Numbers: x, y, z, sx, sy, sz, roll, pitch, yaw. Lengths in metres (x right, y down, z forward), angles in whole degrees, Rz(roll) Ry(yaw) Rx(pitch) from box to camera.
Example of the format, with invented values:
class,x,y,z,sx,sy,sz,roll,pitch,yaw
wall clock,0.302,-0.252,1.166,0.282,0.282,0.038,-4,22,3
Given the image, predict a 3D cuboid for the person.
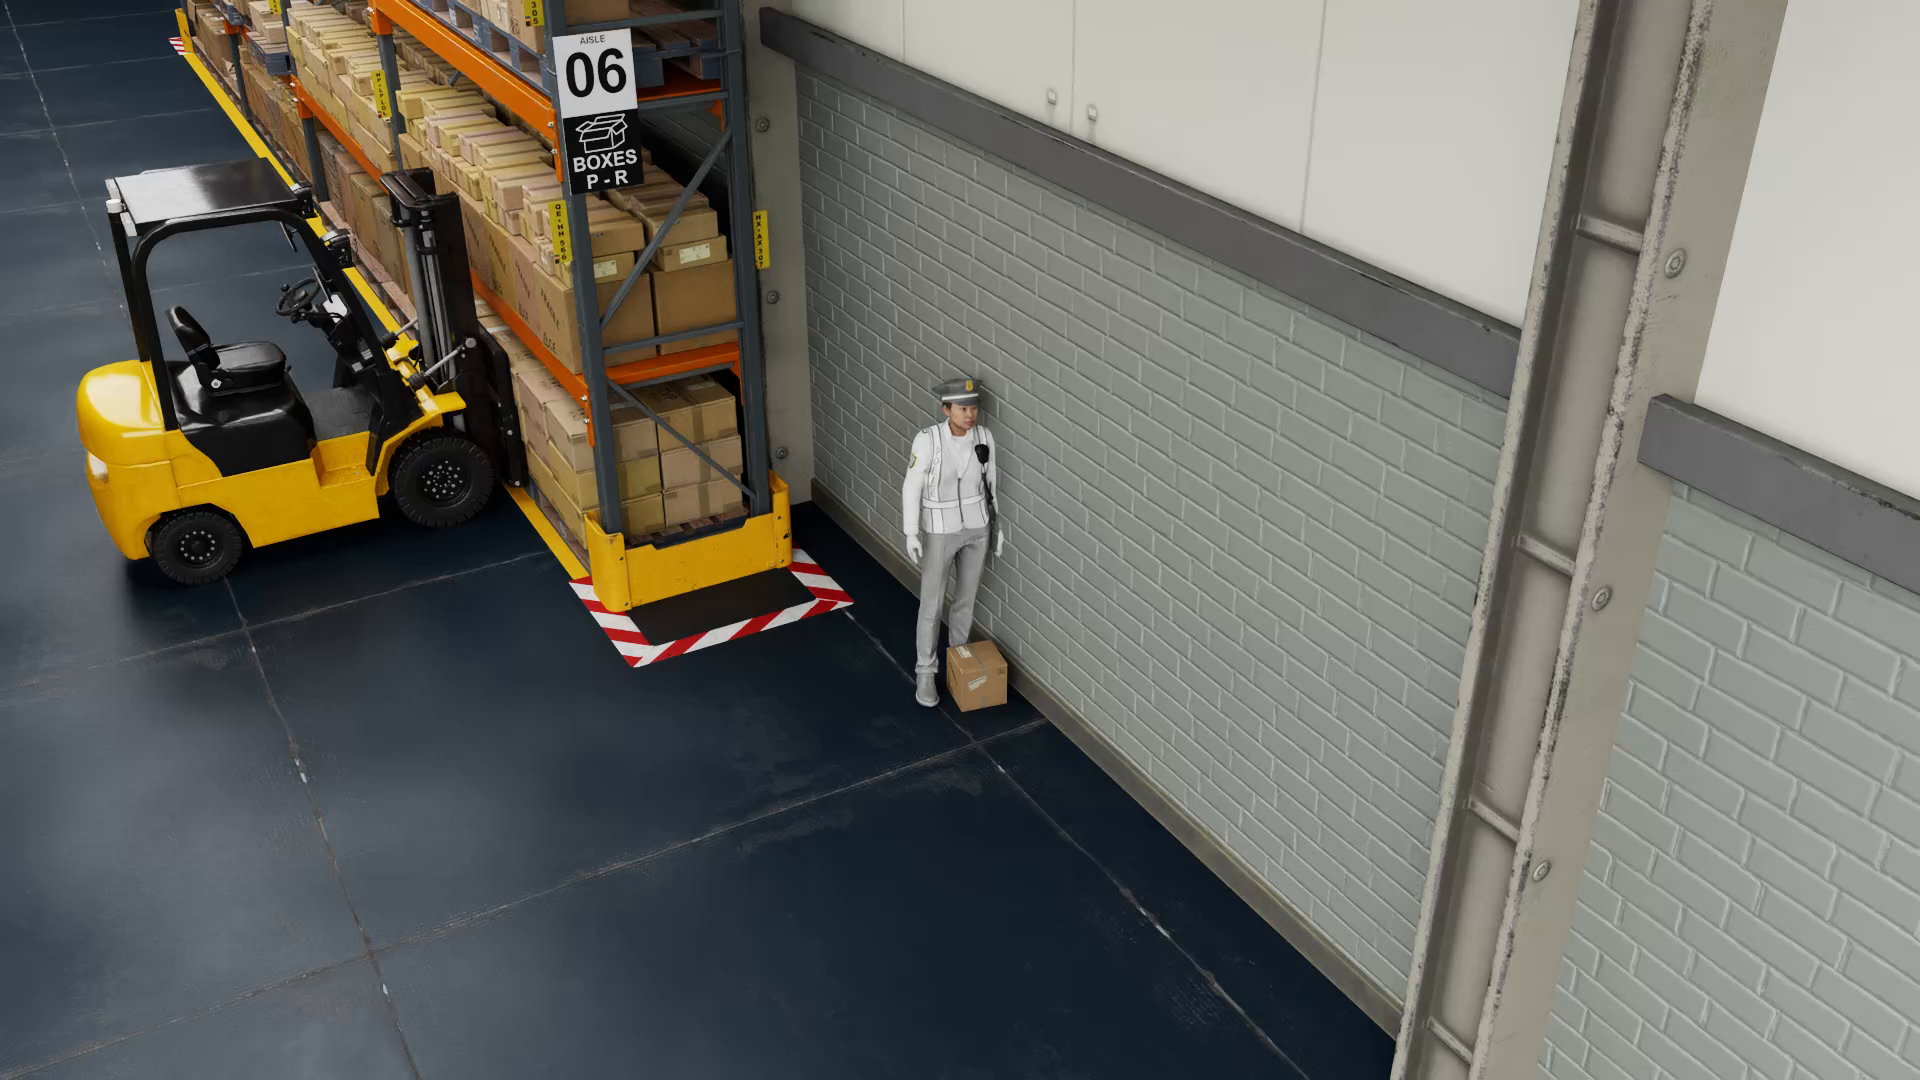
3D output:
class,x,y,z,sx,sy,sz,roll,pitch,yaw
person,-0.001,-0.018,8.536,0.588,1.697,0.534,-9,30,-15
